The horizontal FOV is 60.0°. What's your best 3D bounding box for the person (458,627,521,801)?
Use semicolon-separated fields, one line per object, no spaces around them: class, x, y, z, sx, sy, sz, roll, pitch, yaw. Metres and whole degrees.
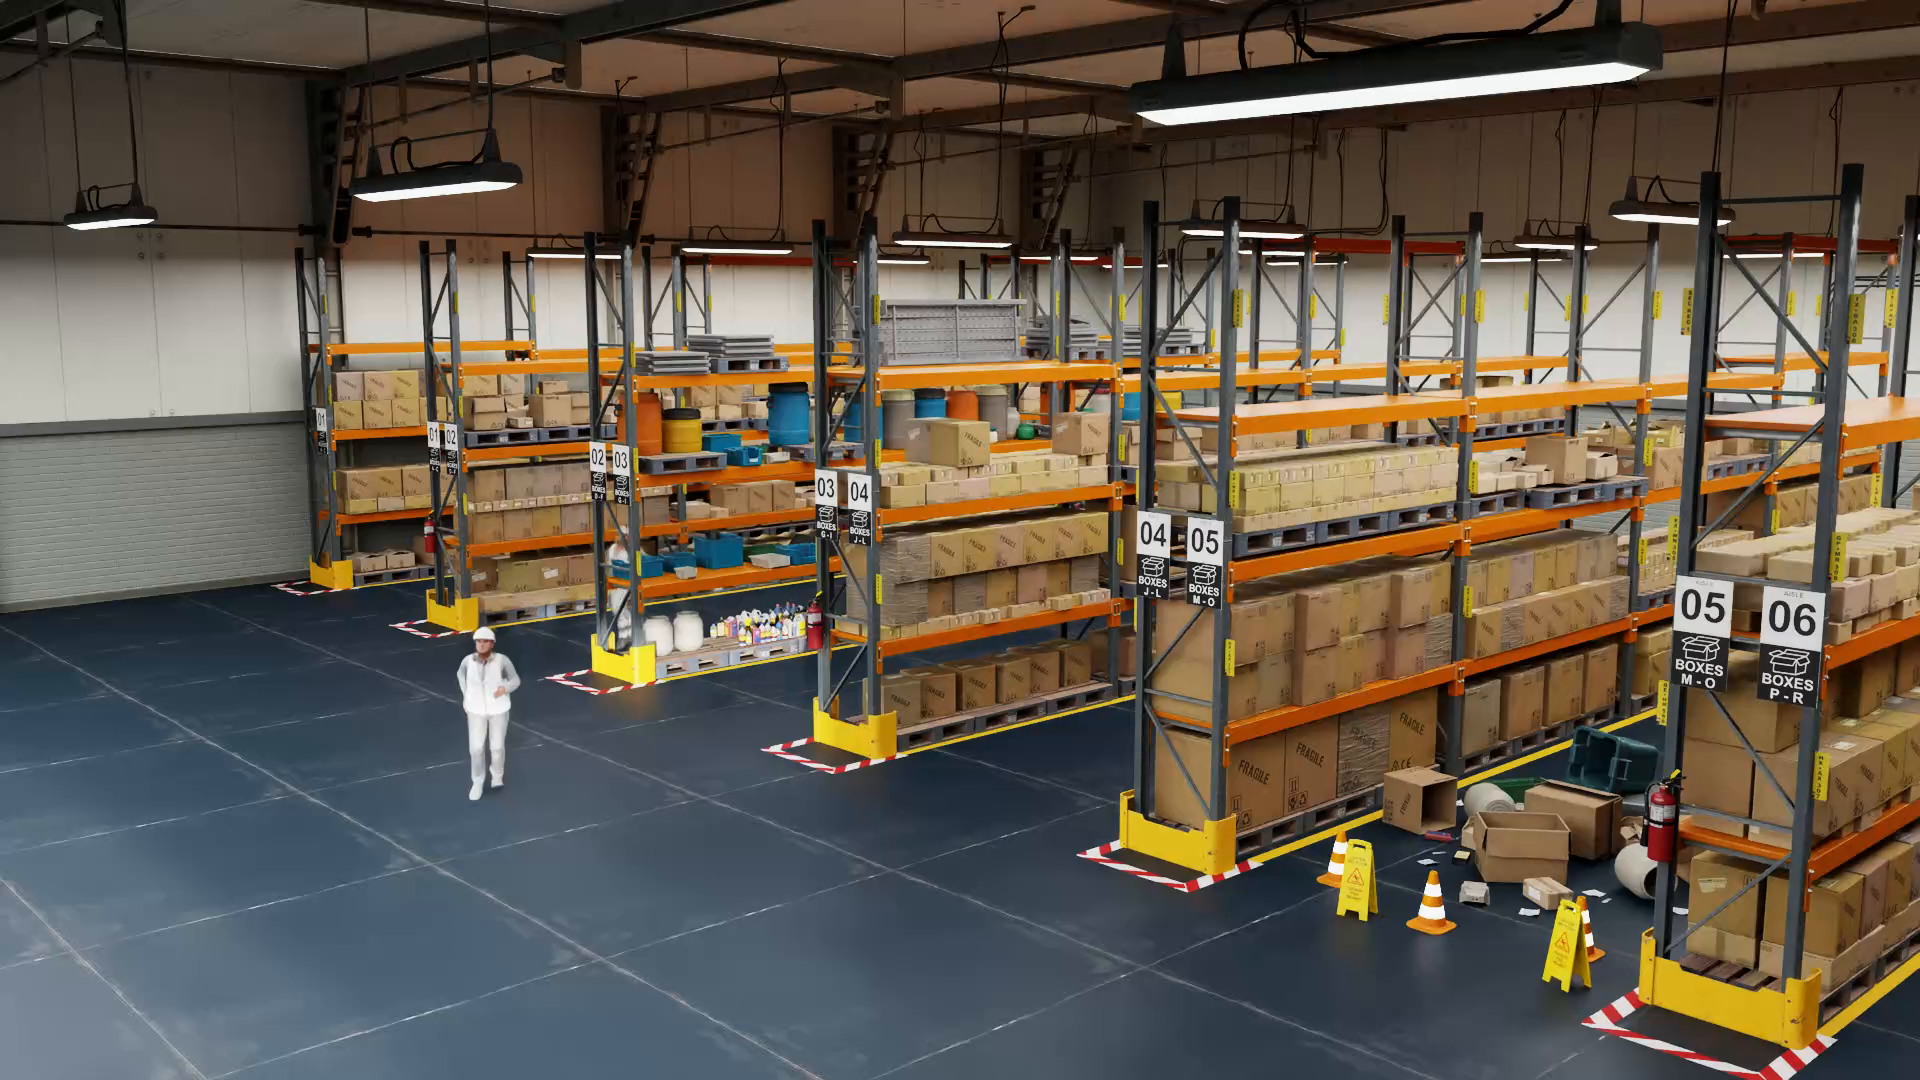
person;-4.870;1.787;17.211;0.652;1.809;0.756;-2;9;-11

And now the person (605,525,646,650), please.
person;-4.997;0.700;24.504;0.630;1.832;0.708;6;10;33
